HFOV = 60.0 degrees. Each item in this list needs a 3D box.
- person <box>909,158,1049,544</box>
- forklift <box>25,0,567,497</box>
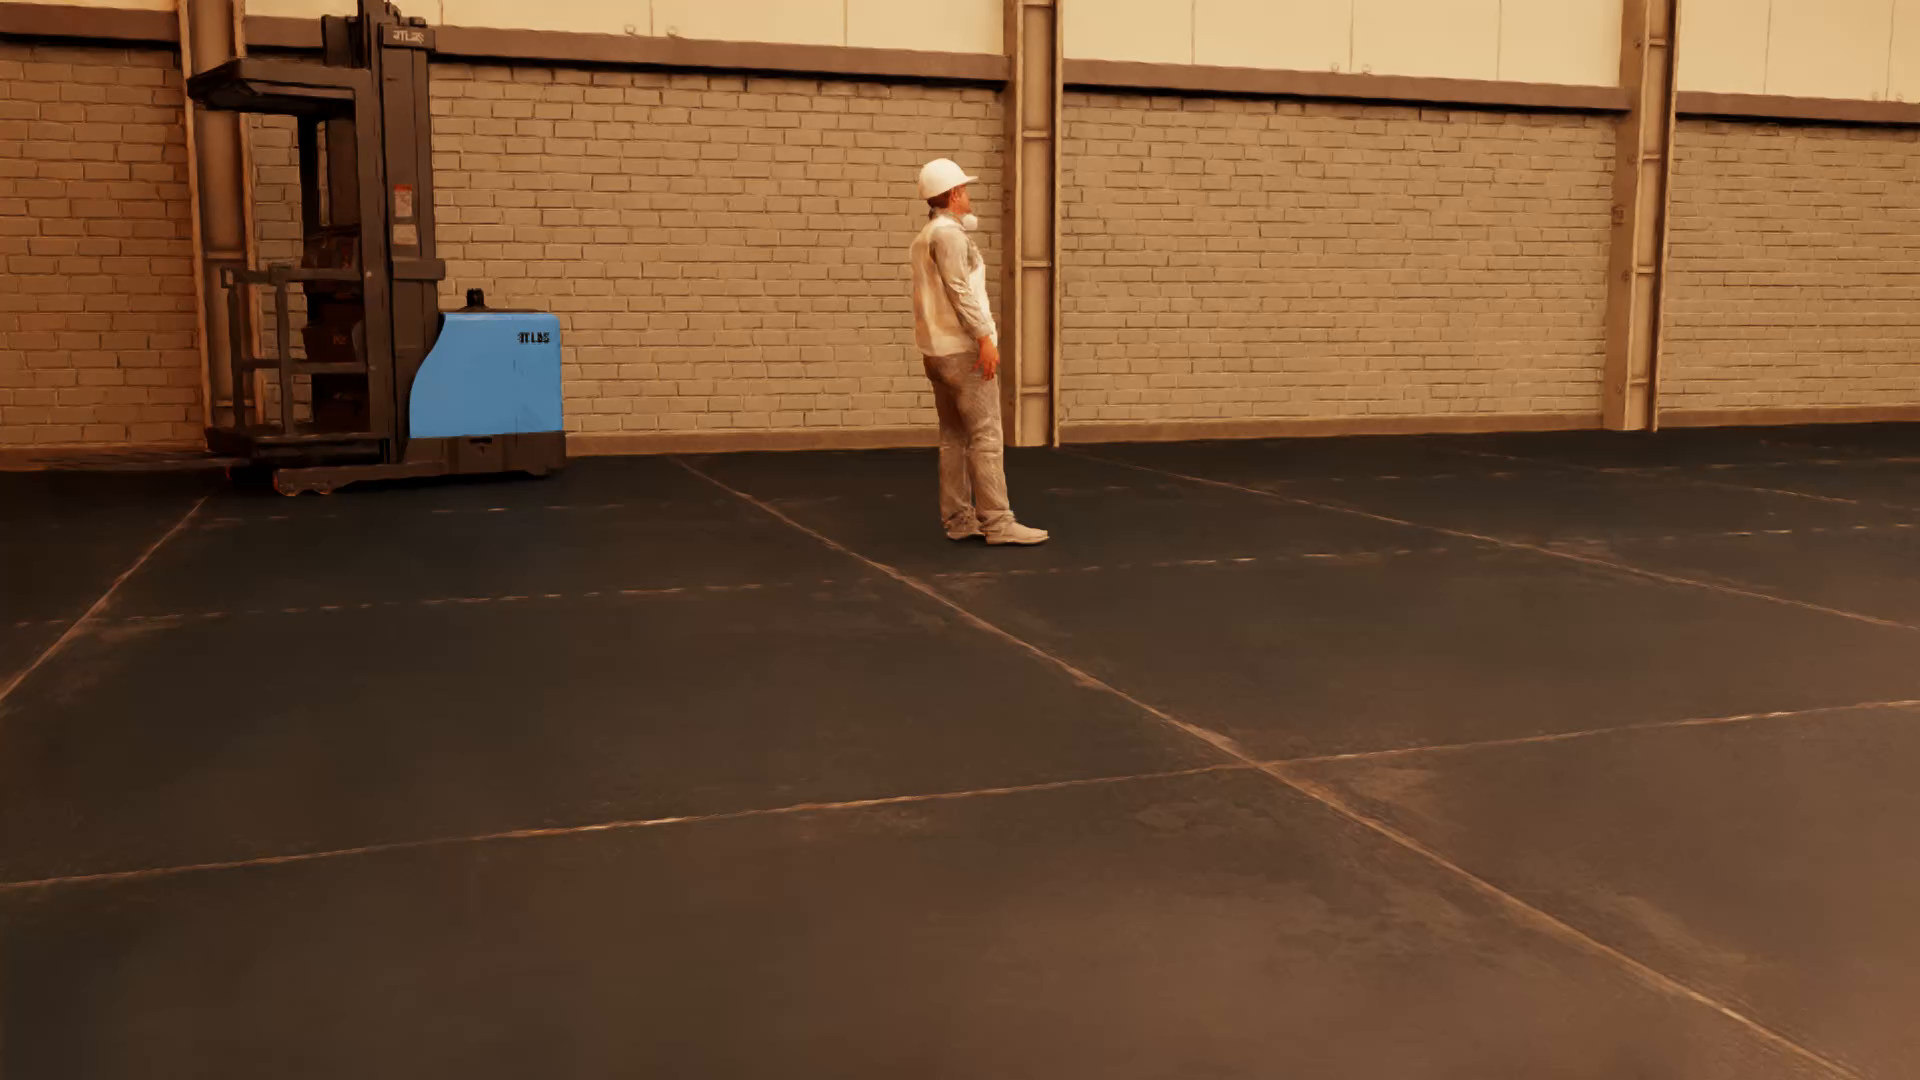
[{"bbox_3d":[0.062,-0.888,7.815,0.567,1.773,0.632,-3,8,-18],"label":"person"},{"bbox_3d":[-4.055,-1.788,10.193,3.031,2.935,1.130,-6,10,-38],"label":"forklift"}]
